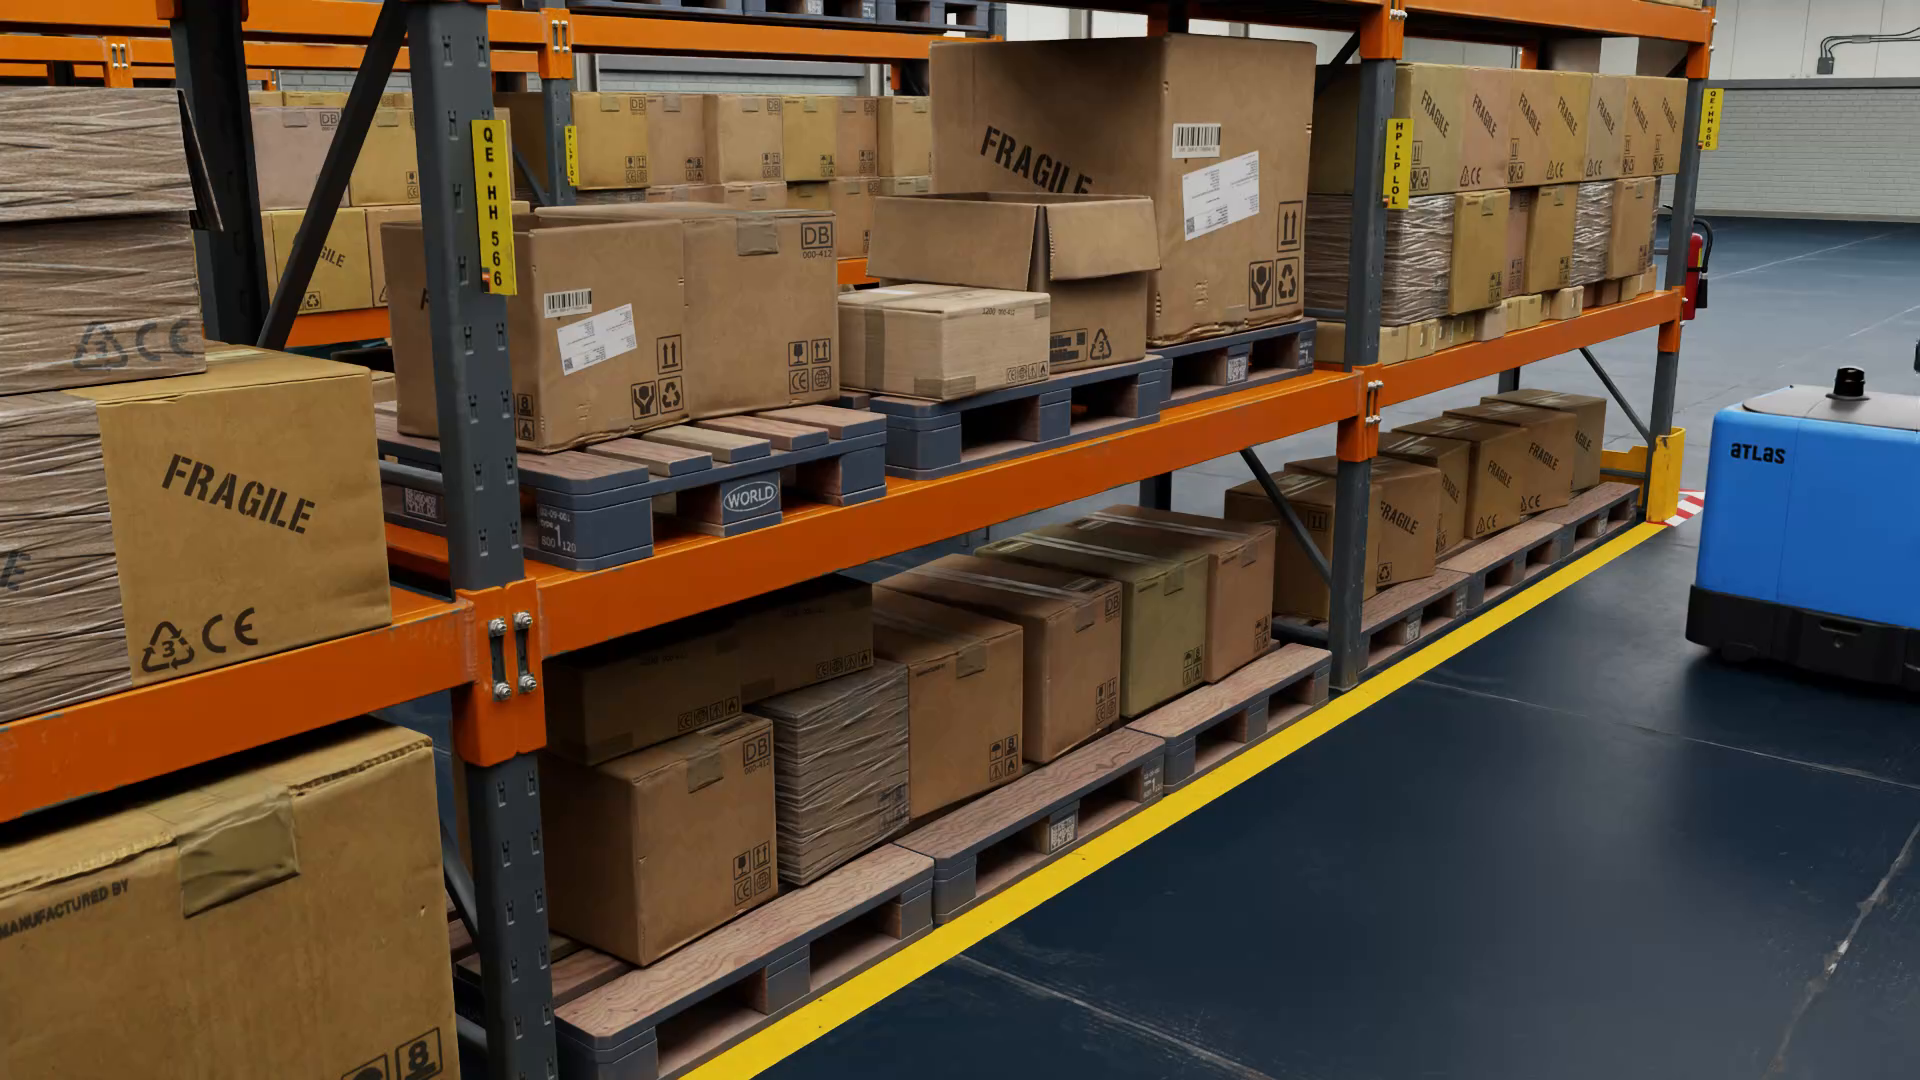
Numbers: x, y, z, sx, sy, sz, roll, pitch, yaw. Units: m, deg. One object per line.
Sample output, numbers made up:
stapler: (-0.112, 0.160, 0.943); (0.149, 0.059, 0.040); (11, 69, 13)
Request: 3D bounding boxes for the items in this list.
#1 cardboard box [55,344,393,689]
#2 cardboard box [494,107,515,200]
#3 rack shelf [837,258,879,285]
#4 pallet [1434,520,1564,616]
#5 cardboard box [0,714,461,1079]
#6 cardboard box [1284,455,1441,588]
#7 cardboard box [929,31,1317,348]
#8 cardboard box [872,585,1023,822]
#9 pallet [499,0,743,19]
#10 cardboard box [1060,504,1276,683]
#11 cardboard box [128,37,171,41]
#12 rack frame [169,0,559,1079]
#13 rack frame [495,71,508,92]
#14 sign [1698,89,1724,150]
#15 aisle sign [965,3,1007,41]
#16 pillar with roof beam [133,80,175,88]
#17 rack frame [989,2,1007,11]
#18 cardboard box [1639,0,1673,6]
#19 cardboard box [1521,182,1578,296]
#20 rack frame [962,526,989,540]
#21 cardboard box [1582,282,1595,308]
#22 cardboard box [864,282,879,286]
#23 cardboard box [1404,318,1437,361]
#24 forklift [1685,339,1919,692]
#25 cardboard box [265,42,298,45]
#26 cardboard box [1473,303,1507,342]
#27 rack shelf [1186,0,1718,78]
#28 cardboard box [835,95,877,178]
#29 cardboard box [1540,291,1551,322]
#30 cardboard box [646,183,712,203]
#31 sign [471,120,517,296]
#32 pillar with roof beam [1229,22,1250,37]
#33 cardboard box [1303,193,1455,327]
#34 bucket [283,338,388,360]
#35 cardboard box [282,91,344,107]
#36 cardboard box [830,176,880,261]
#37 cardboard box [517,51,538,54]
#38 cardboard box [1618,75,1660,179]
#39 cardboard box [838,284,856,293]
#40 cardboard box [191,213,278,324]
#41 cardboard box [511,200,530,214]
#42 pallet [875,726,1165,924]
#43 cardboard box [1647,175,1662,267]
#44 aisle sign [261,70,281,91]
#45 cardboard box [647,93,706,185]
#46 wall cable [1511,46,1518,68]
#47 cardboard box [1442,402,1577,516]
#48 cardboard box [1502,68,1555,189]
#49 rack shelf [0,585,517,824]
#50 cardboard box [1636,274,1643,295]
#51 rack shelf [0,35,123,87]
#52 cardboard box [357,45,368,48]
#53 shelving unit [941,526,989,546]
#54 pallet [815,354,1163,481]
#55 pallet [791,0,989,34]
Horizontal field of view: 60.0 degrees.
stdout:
cardboard box: (-1.438, -0.072, 3.109); (0.500, 0.500, 0.500); (12, 19, 39)
cardboard box: (-2.908, -2.146, 9.244); (0.700, 0.500, 0.500); (11, 18, 37)
rack shelf: (-1.344, -1.743, 11.354); (1.077, 0.370, 4.000); (11, 18, 38)
pallet: (2.354, 0.061, 8.455); (1.003, 0.211, 1.213); (11, 18, 38)
cardboard box: (-1.771, 0.799, 3.347); (1.225, 0.875, 0.875); (10, 17, 35)
cardboard box: (1.830, -0.095, 7.629); (0.500, 0.500, 0.500); (-9, 17, -32)
cardboard box: (0.585, -1.286, 6.021); (1.000, 1.000, 1.000); (11, 18, 38)
cardboard box: (-0.225, 0.493, 5.273); (0.700, 0.500, 0.500); (13, 19, 42)
pallet: (-2.079, -3.275, 10.009); (1.003, 0.211, 1.213); (11, 18, 38)
cardboard box: (0.791, 0.191, 6.464); (0.700, 0.500, 0.500); (10, 17, 33)
cardboard box: (-6.124, -3.810, 12.445); (0.380, 0.149, 0.250); (11, 18, 37)
rack frame: (-1.321, -0.156, 3.644); (1.000, 3.000, 0.127); (11, 18, 38)
rack frame: (-4.001, -3.222, 15.712); (1.000, 3.000, 0.127); (11, 18, 38)
sign: (4.127, -2.313, 9.141); (0.100, 0.325, 0.005); (11, 18, 38)
aisle sign: (0.191, -3.702, 12.324); (0.394, 0.787, 0.004); (11, 18, 38)
pillar with roof beam: (-5.654, -6.237, 15.396); (9.100, 9.000, 0.400); (11, 18, 38)
rack frame: (-0.087, -5.383, 12.034); (1.000, 3.000, 0.127); (11, 18, 38)
cardboard box: (3.290, -2.841, 8.428); (0.500, 0.250, 0.500); (11, 18, 38)
cardboard box: (2.448, -1.482, 8.058); (0.875, 0.500, 0.500); (11, 18, 38)
rack frame: (0.067, -0.602, 9.055); (0.240, 1.200, 0.006); (11, 18, 38)
cardboard box: (3.056, -1.289, 8.615); (0.380, 0.149, 0.250); (11, 18, 38)
cardboard box: (-0.462, -1.509, 12.431); (0.875, 0.875, 0.875); (11, 18, 38)
cardboard box: (1.730, -0.841, 6.850); (0.380, 0.149, 0.250); (11, 18, 38)
forklift: (4.539, -0.758, 6.152); (3.031, 2.935, 1.130); (13, 19, 42)
cardboard box: (-5.485, -4.007, 13.220); (0.380, 0.149, 0.250); (11, 18, 36)
cardboard box: (2.204, -0.984, 7.413); (0.380, 0.149, 0.250); (11, 18, 38)
rack shelf: (2.450, -2.410, 7.887); (1.077, 0.370, 4.000); (11, 18, 38)
cardboard box: (-1.082, -2.800, 11.555); (0.875, 0.550, 0.550); (11, 18, 38)
cardboard box: (2.617, -1.139, 8.025); (0.380, 0.149, 0.250); (11, 18, 38)
cardboard box: (-2.050, -1.963, 10.453); (0.875, 0.550, 0.550); (11, 18, 38)
sign: (-0.887, -0.632, 3.166); (0.100, 0.325, 0.005); (11, 18, 38)
pillar with roof beam: (9.430, -10.833, 33.489); (9.100, 9.000, 0.400); (11, 18, 38)
cardboard box: (1.524, -1.191, 6.912); (0.875, 0.500, 0.500); (11, 18, 38)
bucket: (-4.309, -1.242, 11.480); (0.620, 0.611, 0.726); (-19, 22, -27)
cardboard box: (-5.395, -3.370, 13.458); (0.700, 0.500, 0.500); (11, 18, 36)
cardboard box: (-1.063, -2.273, 11.674); (0.875, 0.550, 0.550); (11, 18, 38)
cardboard box: (-4.007, -4.442, 14.934); (0.380, 0.149, 0.250); (11, 18, 38)
cardboard box: (3.244, -2.125, 8.558); (0.500, 0.500, 0.500); (11, 18, 38)
cardboard box: (-0.483, -0.655, 5.031); (0.396, 0.266, 0.258); (11, 18, 36)
cardboard box: (-3.673, -1.325, 8.043); (0.500, 0.500, 0.500); (11, 18, 37)
cardboard box: (-2.721, -1.616, 9.189); (0.500, 0.500, 0.500); (11, 18, 37)
pallet: (-0.061, 0.814, 5.492); (1.003, 0.211, 1.213); (11, 18, 38)
cardboard box: (3.340, -1.780, 9.228); (0.875, 0.500, 0.500); (11, 18, 38)
aisle sign: (-7.594, -5.216, 18.283); (0.394, 0.787, 0.004); (11, 18, 38)
cardboard box: (-2.087, -2.494, 10.349); (0.875, 0.550, 0.550); (11, 18, 38)
wall cable: (12.733, -11.503, 42.432); (3.097, 2.526, 0.112); (11, 18, 38)
cardboard box: (2.953, -0.443, 8.999); (0.500, 0.500, 0.500); (-10, 17, -35)
cardboard box: (2.302, -1.838, 7.427); (0.500, 0.500, 0.500); (11, 18, 38)
rack shelf: (-2.578, 0.576, 2.225); (1.077, 0.370, 4.000); (11, 18, 38)
cardboard box: (3.531, -1.432, 9.178); (0.380, 0.149, 0.250); (11, 18, 38)
rack shelf: (-7.772, -3.178, 10.908); (1.077, 0.370, 4.000); (11, 18, 38)
cardboard box: (-4.938, -4.141, 13.749); (0.380, 0.149, 0.250); (11, 18, 37)
shelving unit: (0.009, -0.584, 8.986); (0.258, 1.200, 0.189); (11, 18, 38)
pallet: (-0.108, -0.448, 5.185); (1.003, 0.211, 1.213); (11, 18, 38)
pallet: (-0.545, -3.742, 11.849); (1.003, 0.211, 1.213); (11, 18, 38)
